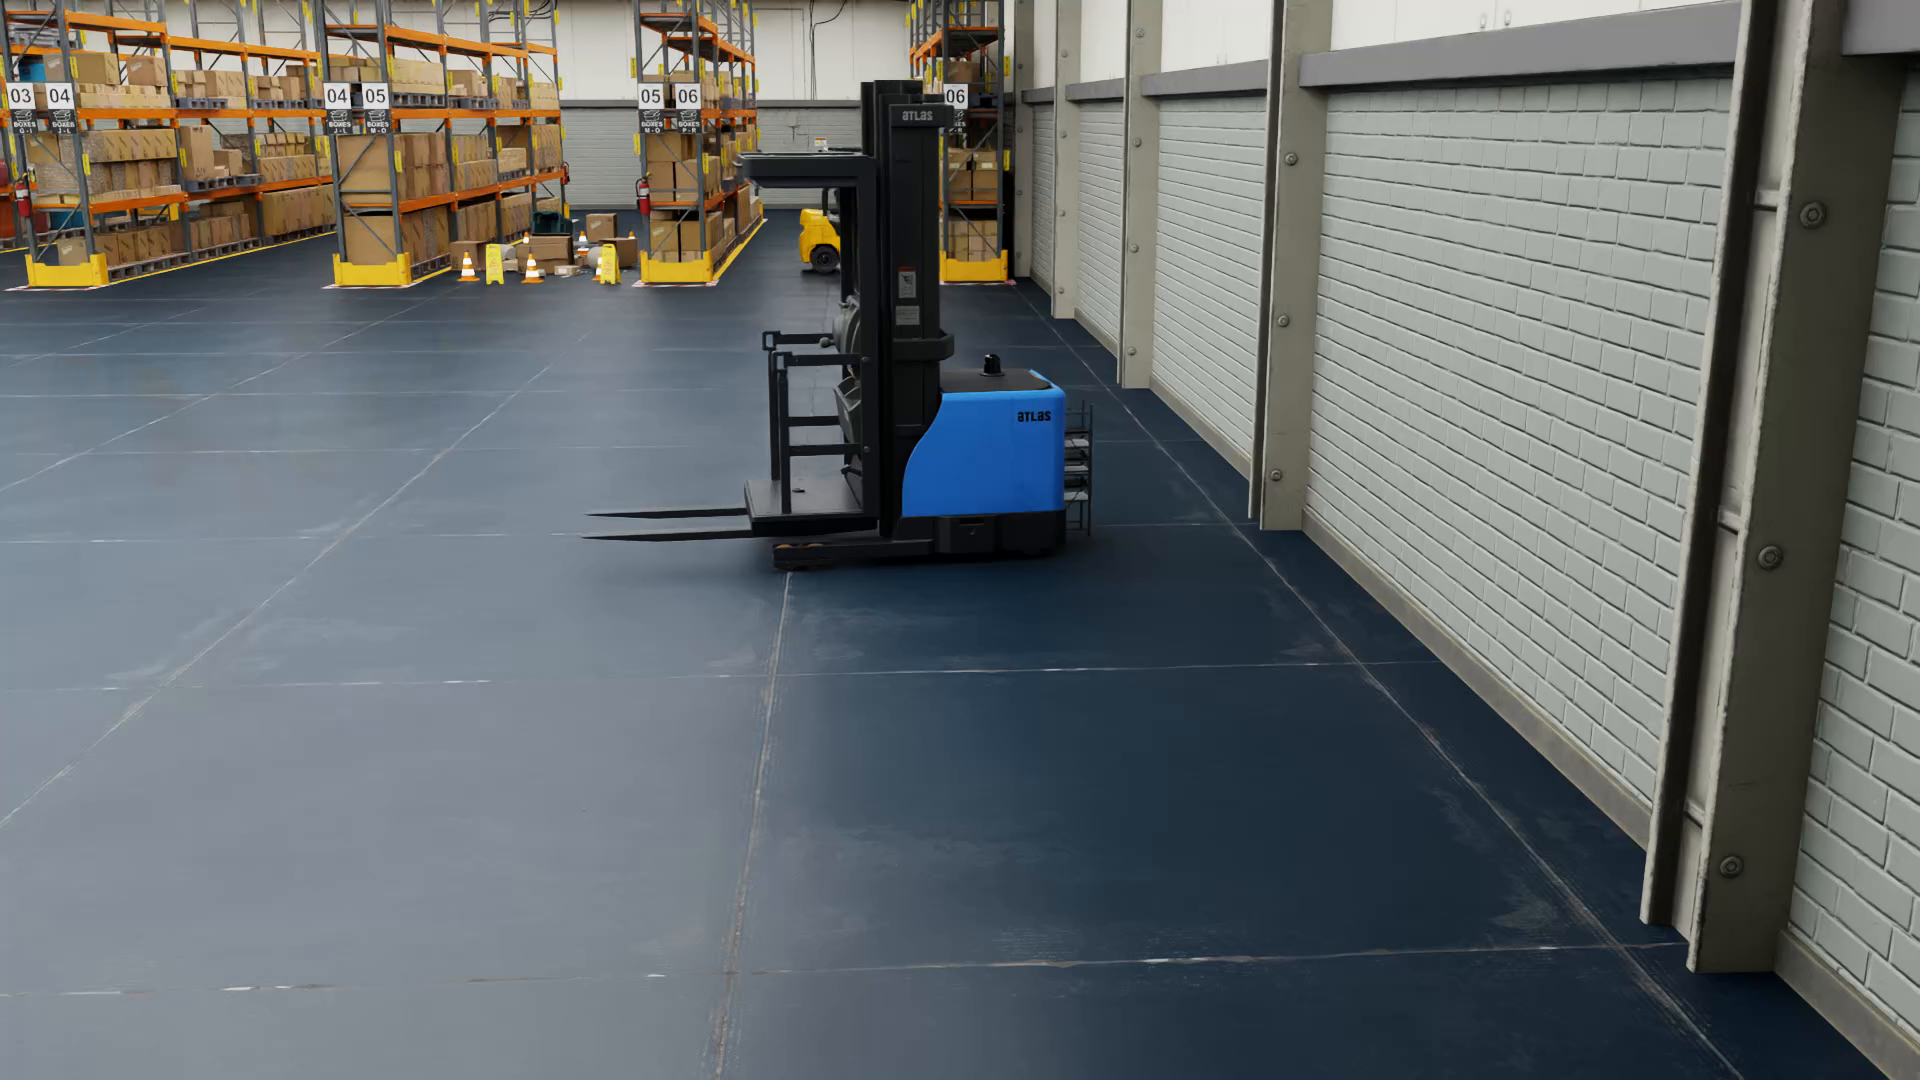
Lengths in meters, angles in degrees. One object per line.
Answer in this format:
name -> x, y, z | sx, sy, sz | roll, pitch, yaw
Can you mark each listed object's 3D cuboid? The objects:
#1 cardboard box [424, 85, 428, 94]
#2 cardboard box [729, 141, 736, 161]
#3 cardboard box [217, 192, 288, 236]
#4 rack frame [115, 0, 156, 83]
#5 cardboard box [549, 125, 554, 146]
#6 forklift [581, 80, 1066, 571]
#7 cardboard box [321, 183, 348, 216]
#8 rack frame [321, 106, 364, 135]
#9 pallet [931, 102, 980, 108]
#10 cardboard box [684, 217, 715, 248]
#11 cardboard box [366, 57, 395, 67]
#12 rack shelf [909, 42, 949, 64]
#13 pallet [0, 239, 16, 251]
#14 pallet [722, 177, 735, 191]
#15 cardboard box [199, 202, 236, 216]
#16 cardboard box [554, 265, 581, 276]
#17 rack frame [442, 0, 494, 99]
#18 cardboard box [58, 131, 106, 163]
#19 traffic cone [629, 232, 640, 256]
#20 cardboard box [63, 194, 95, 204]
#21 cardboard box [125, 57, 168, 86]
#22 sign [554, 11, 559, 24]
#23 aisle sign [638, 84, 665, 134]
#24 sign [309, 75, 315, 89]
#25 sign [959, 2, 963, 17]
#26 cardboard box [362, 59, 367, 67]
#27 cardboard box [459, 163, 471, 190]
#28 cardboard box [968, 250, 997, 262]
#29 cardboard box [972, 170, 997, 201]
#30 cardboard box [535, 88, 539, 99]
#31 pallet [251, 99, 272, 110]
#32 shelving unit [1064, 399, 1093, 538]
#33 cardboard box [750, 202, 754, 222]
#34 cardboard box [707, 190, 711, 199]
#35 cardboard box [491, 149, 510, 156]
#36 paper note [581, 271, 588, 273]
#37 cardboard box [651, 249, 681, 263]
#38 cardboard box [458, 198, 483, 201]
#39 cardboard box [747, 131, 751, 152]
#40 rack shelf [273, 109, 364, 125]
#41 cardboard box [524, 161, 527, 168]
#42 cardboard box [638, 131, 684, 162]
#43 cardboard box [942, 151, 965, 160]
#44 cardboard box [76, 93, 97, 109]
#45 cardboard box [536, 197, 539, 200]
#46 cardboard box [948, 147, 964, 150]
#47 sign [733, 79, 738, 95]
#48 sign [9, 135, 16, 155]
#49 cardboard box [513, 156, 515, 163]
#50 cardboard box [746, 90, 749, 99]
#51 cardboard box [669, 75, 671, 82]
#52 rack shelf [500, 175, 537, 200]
cardboard box -> -9.499, -7.854, 28.974 | 0.380, 0.149, 0.250 | -1, 14, -4
cardboard box -> -4.929, -8.057, 34.682 | 0.500, 0.500, 0.500 | -1, 14, -5
cardboard box -> -15.148, -6.964, 35.493 | 1.225, 0.875, 0.875 | -2, 15, -6
rack frame -> -20.565, -12.436, 41.300 | 1.000, 3.000, 0.127 | -1, 14, -3
cardboard box -> -10.315, -9.970, 40.952 | 0.500, 0.500, 0.500 | 0, 14, -1
forklift -> -0.891, -1.367, 10.458 | 3.031, 2.935, 1.130 | -2, 15, -10
cardboard box -> -15.390, -8.176, 40.204 | 0.875, 0.875, 0.875 | -1, 14, -3
rack frame -> -15.621, -9.607, 42.345 | 1.000, 3.000, 0.127 | -1, 14, -3
pallet -> -0.077, -8.764, 33.427 | 1.003, 0.211, 1.213 | 0, 14, -1
cardboard box -> -4.552, -5.356, 28.995 | 0.500, 0.500, 0.500 | -1, 14, -6
cardboard box -> -9.376, -7.736, 26.914 | 0.380, 0.149, 0.250 | -1, 14, -3
rack shelf -> -0.653, -11.896, 40.650 | 1.077, 0.370, 4.000 | -1, 14, -3
pallet -> -20.060, -5.997, 33.911 | 1.003, 0.211, 1.213 | -1, 14, -3
pallet -> -4.889, -6.875, 32.112 | 1.003, 0.211, 1.213 | -1, 14, -3
cardboard box -> -15.011, -6.685, 33.618 | 0.500, 0.250, 0.500 | 1, 14, 3
cardboard box -> -6.836, -4.695, 28.974 | 0.380, 0.149, 0.250 | 7, 16, 26
rack frame -> -10.169, -10.574, 34.065 | 1.000, 3.000, 0.127 | -1, 14, -3
cardboard box -> -14.392, -6.445, 27.253 | 0.500, 0.500, 0.500 | -1, 14, -3
traffic cone -> -6.461, -5.834, 32.771 | 0.336, 0.463, 0.334 | -1, 14, -3
cardboard box -> -14.410, -5.581, 27.201 | 0.380, 0.149, 0.250 | -1, 14, -3
cardboard box -> -14.595, -8.402, 29.841 | 0.500, 0.500, 0.500 | -1, 14, -5
sign -> -10.109, -13.096, 41.675 | 0.100, 0.325, 0.005 | -1, 14, -3
aisle sign -> -5.025, -7.020, 27.073 | 0.394, 0.787, 0.004 | -1, 14, -3
sign -> -14.832, -10.478, 38.043 | 0.100, 0.325, 0.005 | -1, 14, -3
sign -> 0.025, -12.287, 38.530 | 0.100, 0.325, 0.005 | -1, 14, -3
cardboard box -> -10.080, -7.917, 27.617 | 0.380, 0.149, 0.250 | -1, 14, -2
cardboard box -> -9.717, -6.983, 31.946 | 0.500, 0.500, 0.500 | -1, 14, -3
cardboard box -> 0.380, -4.855, 28.552 | 0.500, 0.250, 0.500 | -1, 14, -3
cardboard box -> 0.461, -6.034, 28.259 | 0.500, 0.500, 0.500 | 0, 14, -2
cardboard box -> -10.233, -10.533, 39.223 | 0.500, 0.250, 0.500 | -1, 14, -4
pallet -> -15.218, -9.138, 34.881 | 1.213, 0.211, 1.003 | 0, 14, -1
shelving unit -> 0.732, -0.471, 11.052 | 0.258, 0.900, 0.210 | -3, 15, -11
cardboard box -> -5.414, -7.886, 39.954 | 0.875, 0.438, 0.875 | -1, 14, -4
cardboard box -> -4.489, -5.940, 28.599 | 0.380, 0.149, 0.250 | -1, 14, -3
cardboard box -> -10.087, -8.483, 36.446 | 0.380, 0.149, 0.250 | 0, 14, -2
paper note -> -6.687, -4.755, 29.470 | 0.148, 0.019, 0.142 | 4, 15, 16
cardboard box -> -5.059, -4.855, 28.553 | 0.500, 0.250, 0.500 | -1, 14, -4
cardboard box -> -10.473, -7.191, 35.623 | 0.500, 0.250, 0.500 | -1, 14, -5
cardboard box -> -5.295, -9.546, 39.900 | 0.500, 0.500, 0.500 | -1, 14, -4
rack shelf -> -15.497, -10.214, 40.128 | 1.077, 0.370, 4.000 | -1, 14, -3
cardboard box -> -10.195, -8.650, 38.286 | 0.380, 0.149, 0.250 | -1, 14, -5
cardboard box -> -4.989, -6.581, 27.781 | 0.700, 0.500, 0.500 | -1, 14, -5
cardboard box -> -0.107, -6.576, 28.467 | 0.380, 0.149, 0.250 | -1, 14, -2
cardboard box -> -14.402, -7.132, 27.006 | 0.500, 0.250, 0.500 | 0, 14, -2
cardboard box -> -10.834, -8.567, 41.988 | 0.380, 0.149, 0.250 | -1, 14, -2
cardboard box -> -0.157, -8.230, 35.950 | 0.500, 0.500, 0.500 | 0, 14, -1
sign -> -4.693, -9.481, 34.799 | 0.100, 0.325, 0.005 | -1, 14, -3
sign -> -15.185, -6.338, 26.682 | 0.100, 0.325, 0.005 | -1, 14, -3
cardboard box -> -10.110, -8.466, 36.974 | 0.380, 0.149, 0.250 | -1, 14, -3
cardboard box -> -5.613, -11.281, 42.090 | 0.500, 0.250, 0.500 | -2, 15, -9
cardboard box -> -5.031, -7.769, 28.087 | 0.380, 0.149, 0.250 | -1, 14, -3
rack shelf -> -10.293, -7.818, 36.835 | 1.077, 0.370, 4.000 | -1, 14, -3
